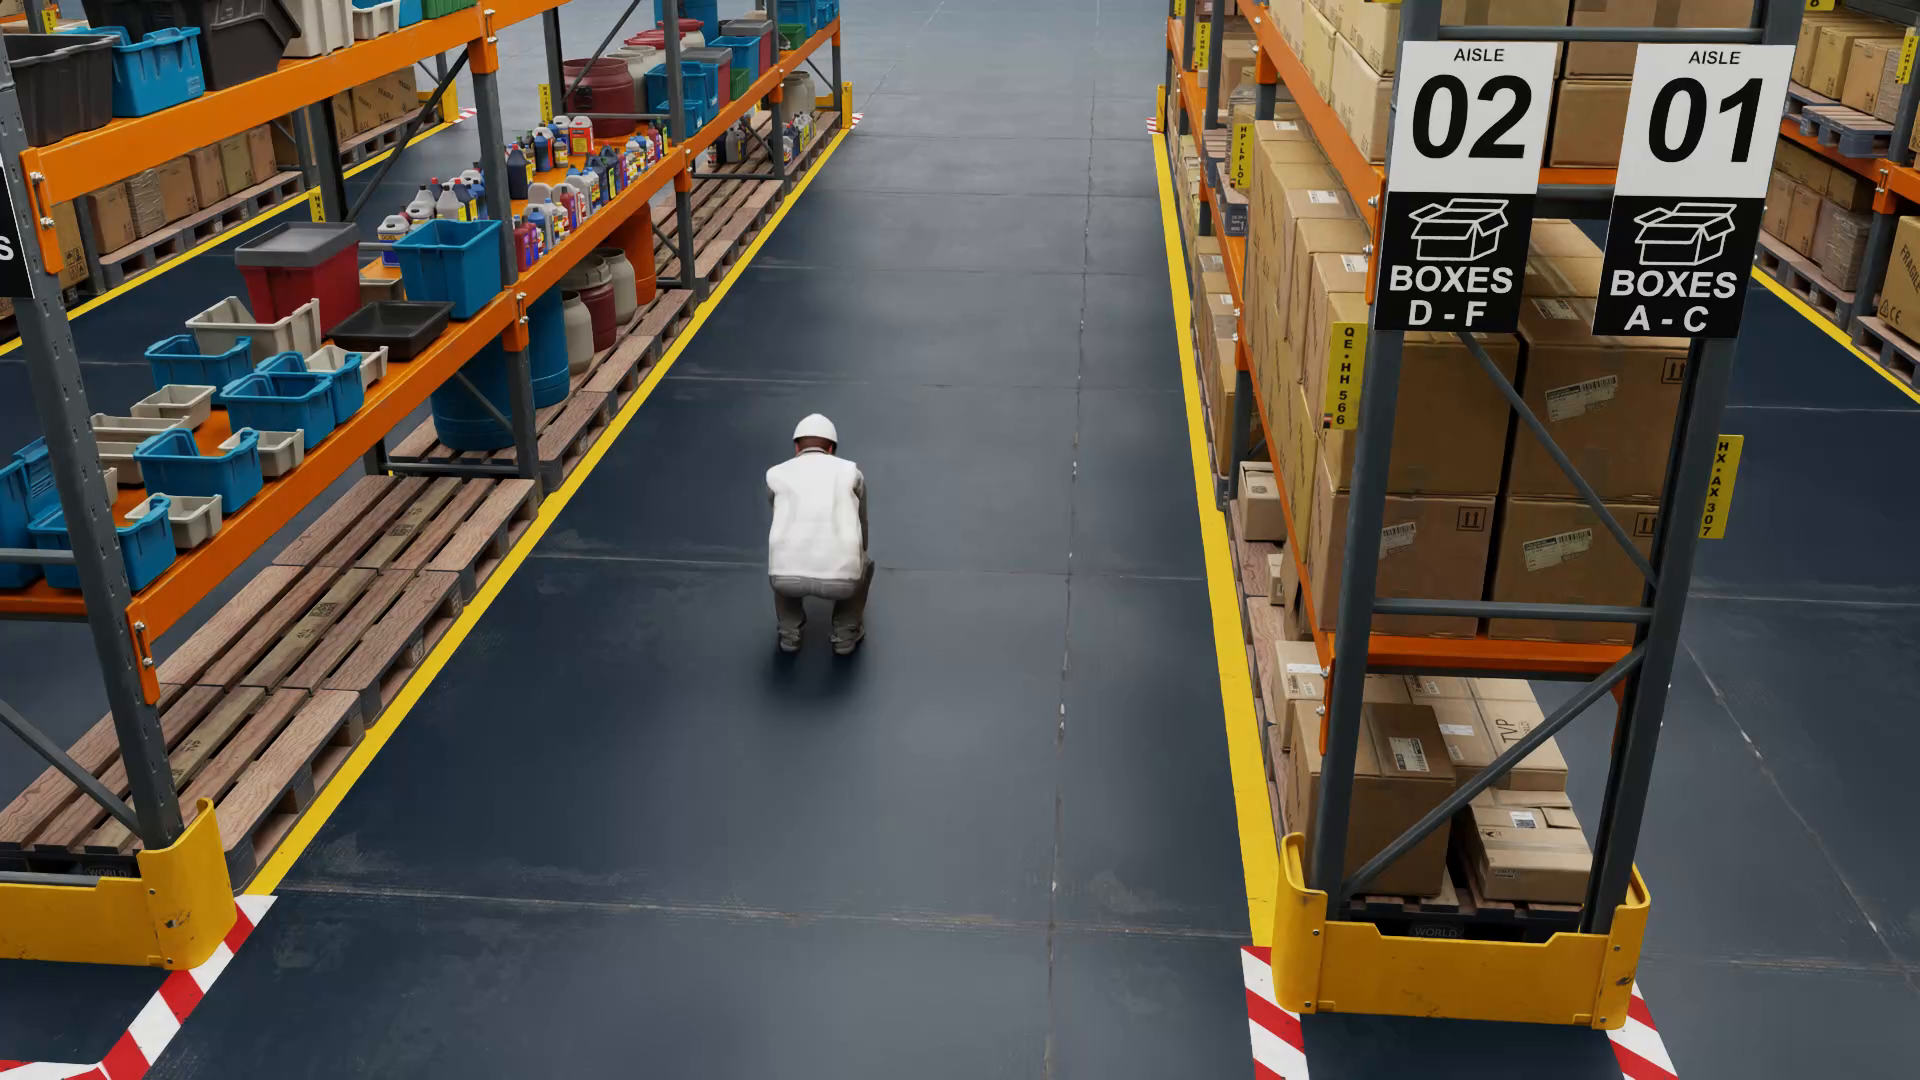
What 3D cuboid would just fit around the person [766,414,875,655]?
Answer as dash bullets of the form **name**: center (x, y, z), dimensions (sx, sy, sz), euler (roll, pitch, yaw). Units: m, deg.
- **person**: center (-0.685, -0.023, 8.064), dimensions (0.519, 1.011, 0.868), euler (1, 24, 3)
